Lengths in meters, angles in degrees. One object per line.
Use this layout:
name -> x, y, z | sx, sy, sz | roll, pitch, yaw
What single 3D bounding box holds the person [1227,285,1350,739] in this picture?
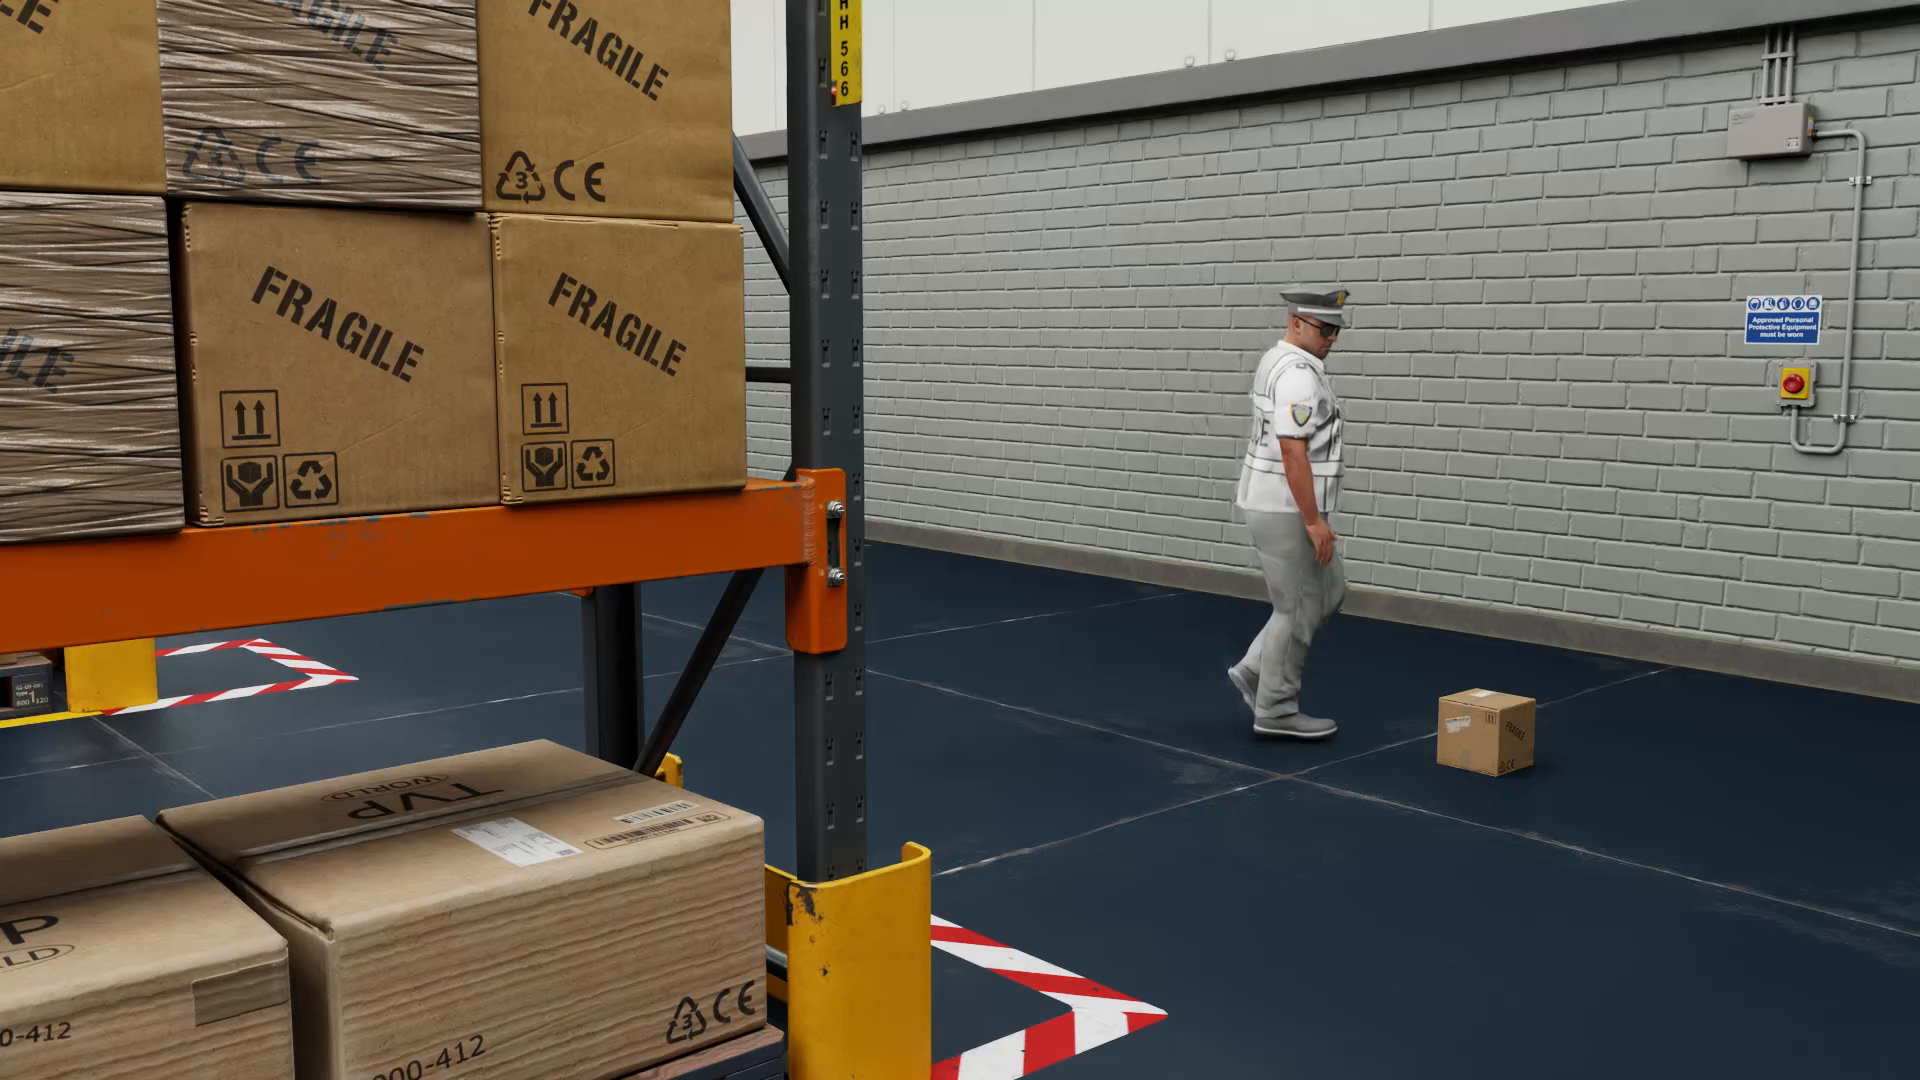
person -> 1.292, -0.088, 6.394 | 0.464, 1.762, 0.599 | 0, 7, 2
